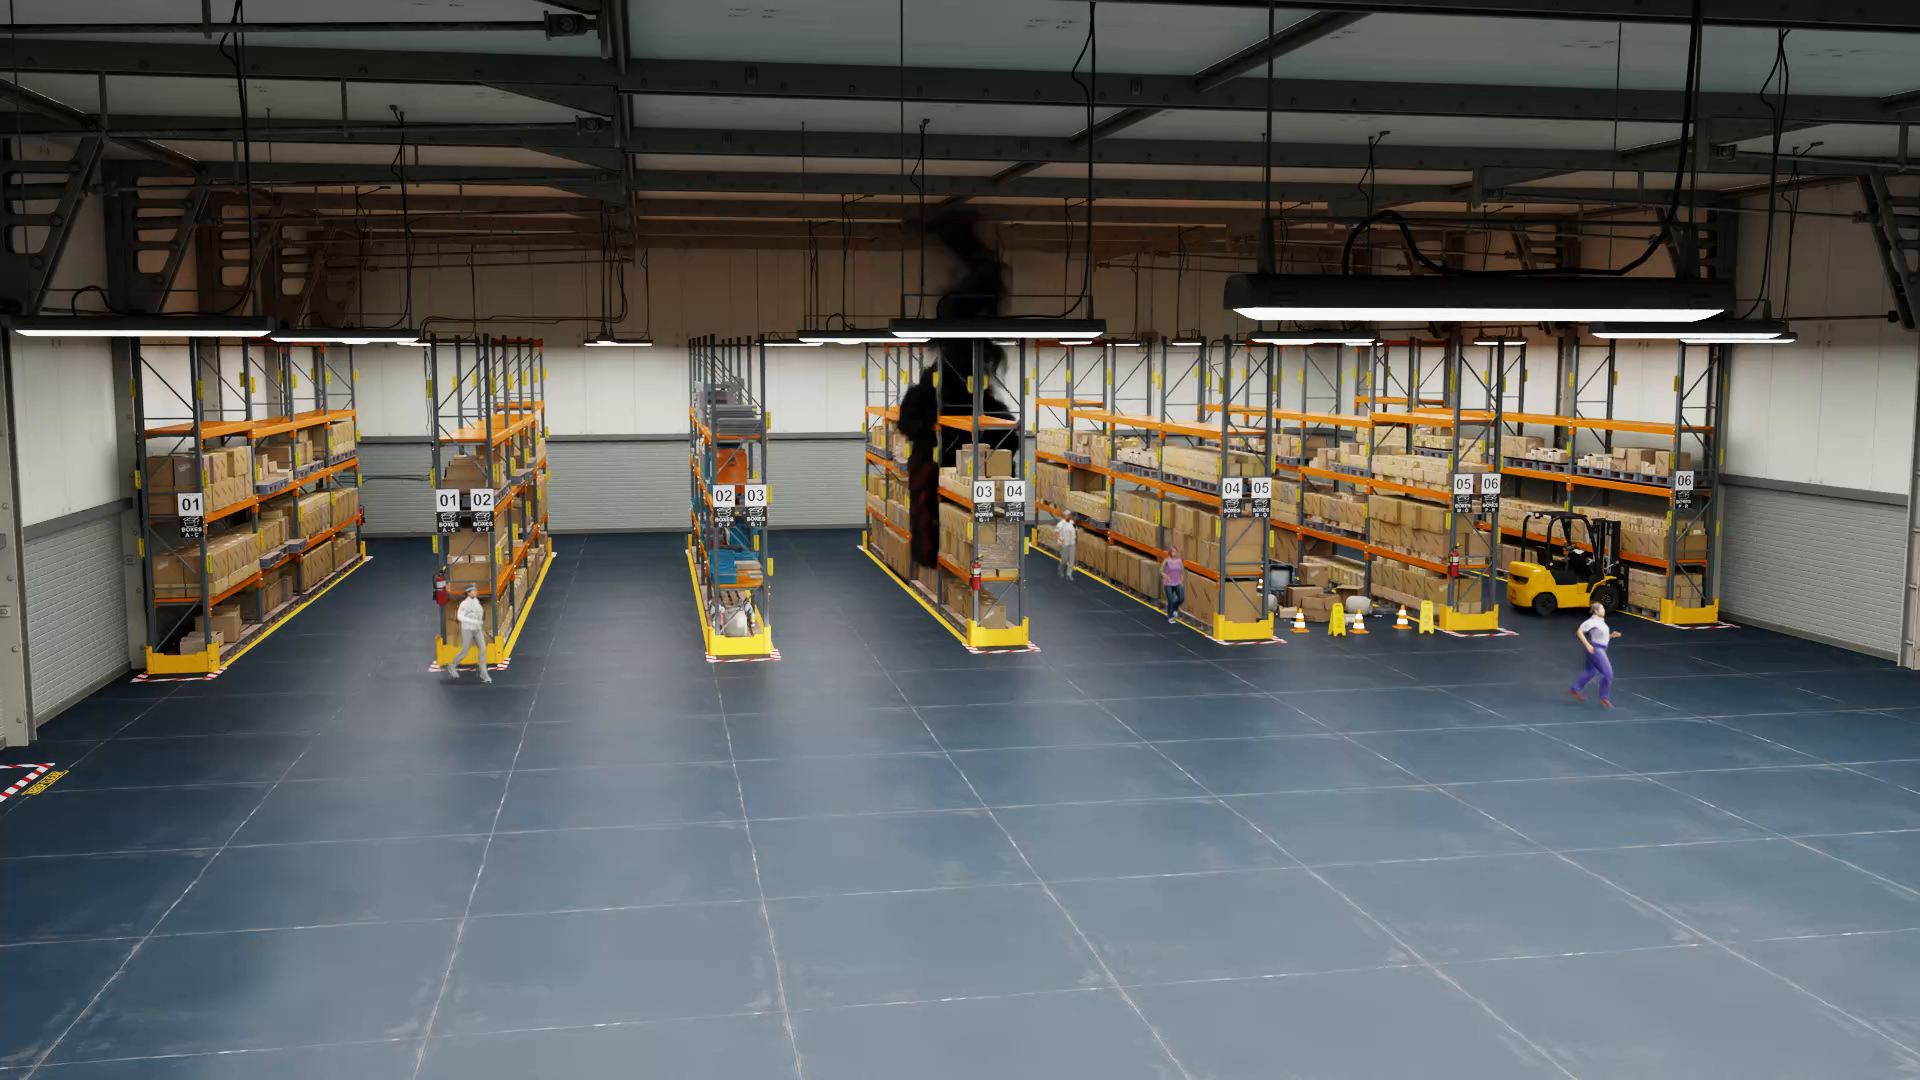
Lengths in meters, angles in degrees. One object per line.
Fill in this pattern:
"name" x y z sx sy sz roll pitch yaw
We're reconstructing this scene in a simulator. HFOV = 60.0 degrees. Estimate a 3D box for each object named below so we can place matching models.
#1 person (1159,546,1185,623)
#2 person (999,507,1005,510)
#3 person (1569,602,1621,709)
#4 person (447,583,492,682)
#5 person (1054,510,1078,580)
"person" 4.232 0.892 32.946 0.558 1.544 0.507 -1 7 -11
"person" 1.007 -0.607 47.759 0.727 1.605 0.482 2 7 16
"person" 10.211 1.850 26.764 0.764 1.711 0.579 3 7 27
"person" -8.462 1.585 28.791 0.901 1.712 0.651 3 7 24
"person" 2.542 0.111 39.364 0.625 1.643 0.662 -3 7 -21
